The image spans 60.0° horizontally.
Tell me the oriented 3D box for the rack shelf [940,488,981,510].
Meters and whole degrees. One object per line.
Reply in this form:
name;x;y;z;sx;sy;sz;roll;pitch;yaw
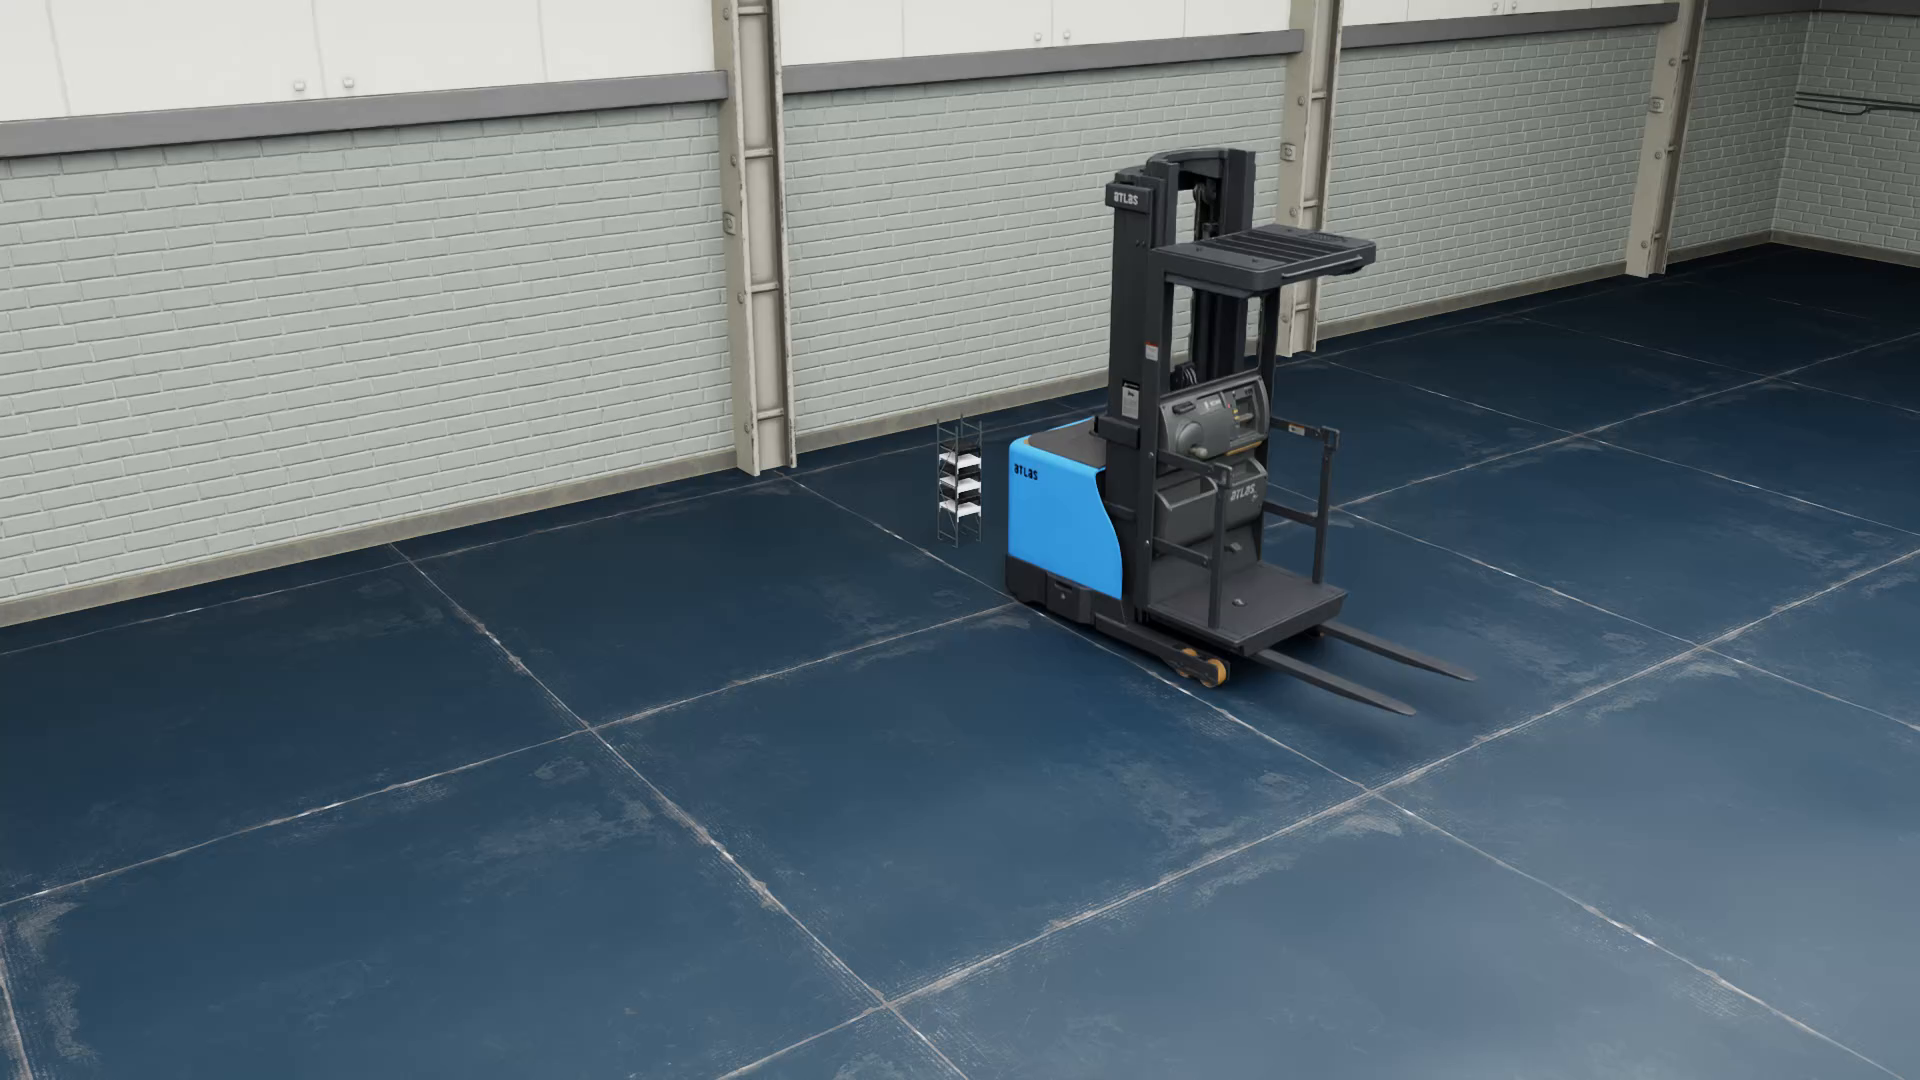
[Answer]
rack shelf;-0.007;-0.302;11.771;0.200;0.077;0.258;-15;26;-33

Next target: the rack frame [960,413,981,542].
rack frame;0.076;-0.438;11.780;0.006;0.900;0.240;-15;26;-33

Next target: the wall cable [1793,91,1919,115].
wall cable;11.346;-6.168;19.403;0.112;2.526;3.097;-15;26;-33

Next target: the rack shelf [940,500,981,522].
rack shelf;-0.007;-0.218;11.804;0.200;0.077;0.258;-15;26;-33

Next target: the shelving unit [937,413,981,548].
shelving unit;-0.007;-0.416;11.725;0.210;0.900;0.258;-15;26;-33

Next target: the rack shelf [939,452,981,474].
rack shelf;-0.007;-0.552;11.671;0.200;0.077;0.258;-15;26;-33

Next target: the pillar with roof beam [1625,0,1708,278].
pillar with roof beam;10.696;-6.076;14.980;0.400;9.000;9.100;-15;26;-33

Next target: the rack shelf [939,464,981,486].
rack shelf;-0.007;-0.469;11.704;0.200;0.077;0.258;-15;26;-33

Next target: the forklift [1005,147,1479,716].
forklift;1.657;-0.711;9.723;1.130;2.935;3.031;-19;28;-39

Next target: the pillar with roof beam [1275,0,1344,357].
pillar with roof beam;5.826;-4.777;11.726;0.400;9.000;9.100;-15;26;-33

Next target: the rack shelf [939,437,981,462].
rack shelf;-0.007;-0.636;11.637;0.200;0.077;0.258;-15;26;-33

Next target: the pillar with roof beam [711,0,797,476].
pillar with roof beam;0.955;-3.478;8.471;0.400;9.000;9.100;-15;26;-33

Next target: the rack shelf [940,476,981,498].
rack shelf;-0.007;-0.385;11.738;0.200;0.077;0.258;-15;26;-33

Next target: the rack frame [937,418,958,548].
rack frame;-0.089;-0.394;11.670;0.006;0.900;0.240;-15;26;-33
